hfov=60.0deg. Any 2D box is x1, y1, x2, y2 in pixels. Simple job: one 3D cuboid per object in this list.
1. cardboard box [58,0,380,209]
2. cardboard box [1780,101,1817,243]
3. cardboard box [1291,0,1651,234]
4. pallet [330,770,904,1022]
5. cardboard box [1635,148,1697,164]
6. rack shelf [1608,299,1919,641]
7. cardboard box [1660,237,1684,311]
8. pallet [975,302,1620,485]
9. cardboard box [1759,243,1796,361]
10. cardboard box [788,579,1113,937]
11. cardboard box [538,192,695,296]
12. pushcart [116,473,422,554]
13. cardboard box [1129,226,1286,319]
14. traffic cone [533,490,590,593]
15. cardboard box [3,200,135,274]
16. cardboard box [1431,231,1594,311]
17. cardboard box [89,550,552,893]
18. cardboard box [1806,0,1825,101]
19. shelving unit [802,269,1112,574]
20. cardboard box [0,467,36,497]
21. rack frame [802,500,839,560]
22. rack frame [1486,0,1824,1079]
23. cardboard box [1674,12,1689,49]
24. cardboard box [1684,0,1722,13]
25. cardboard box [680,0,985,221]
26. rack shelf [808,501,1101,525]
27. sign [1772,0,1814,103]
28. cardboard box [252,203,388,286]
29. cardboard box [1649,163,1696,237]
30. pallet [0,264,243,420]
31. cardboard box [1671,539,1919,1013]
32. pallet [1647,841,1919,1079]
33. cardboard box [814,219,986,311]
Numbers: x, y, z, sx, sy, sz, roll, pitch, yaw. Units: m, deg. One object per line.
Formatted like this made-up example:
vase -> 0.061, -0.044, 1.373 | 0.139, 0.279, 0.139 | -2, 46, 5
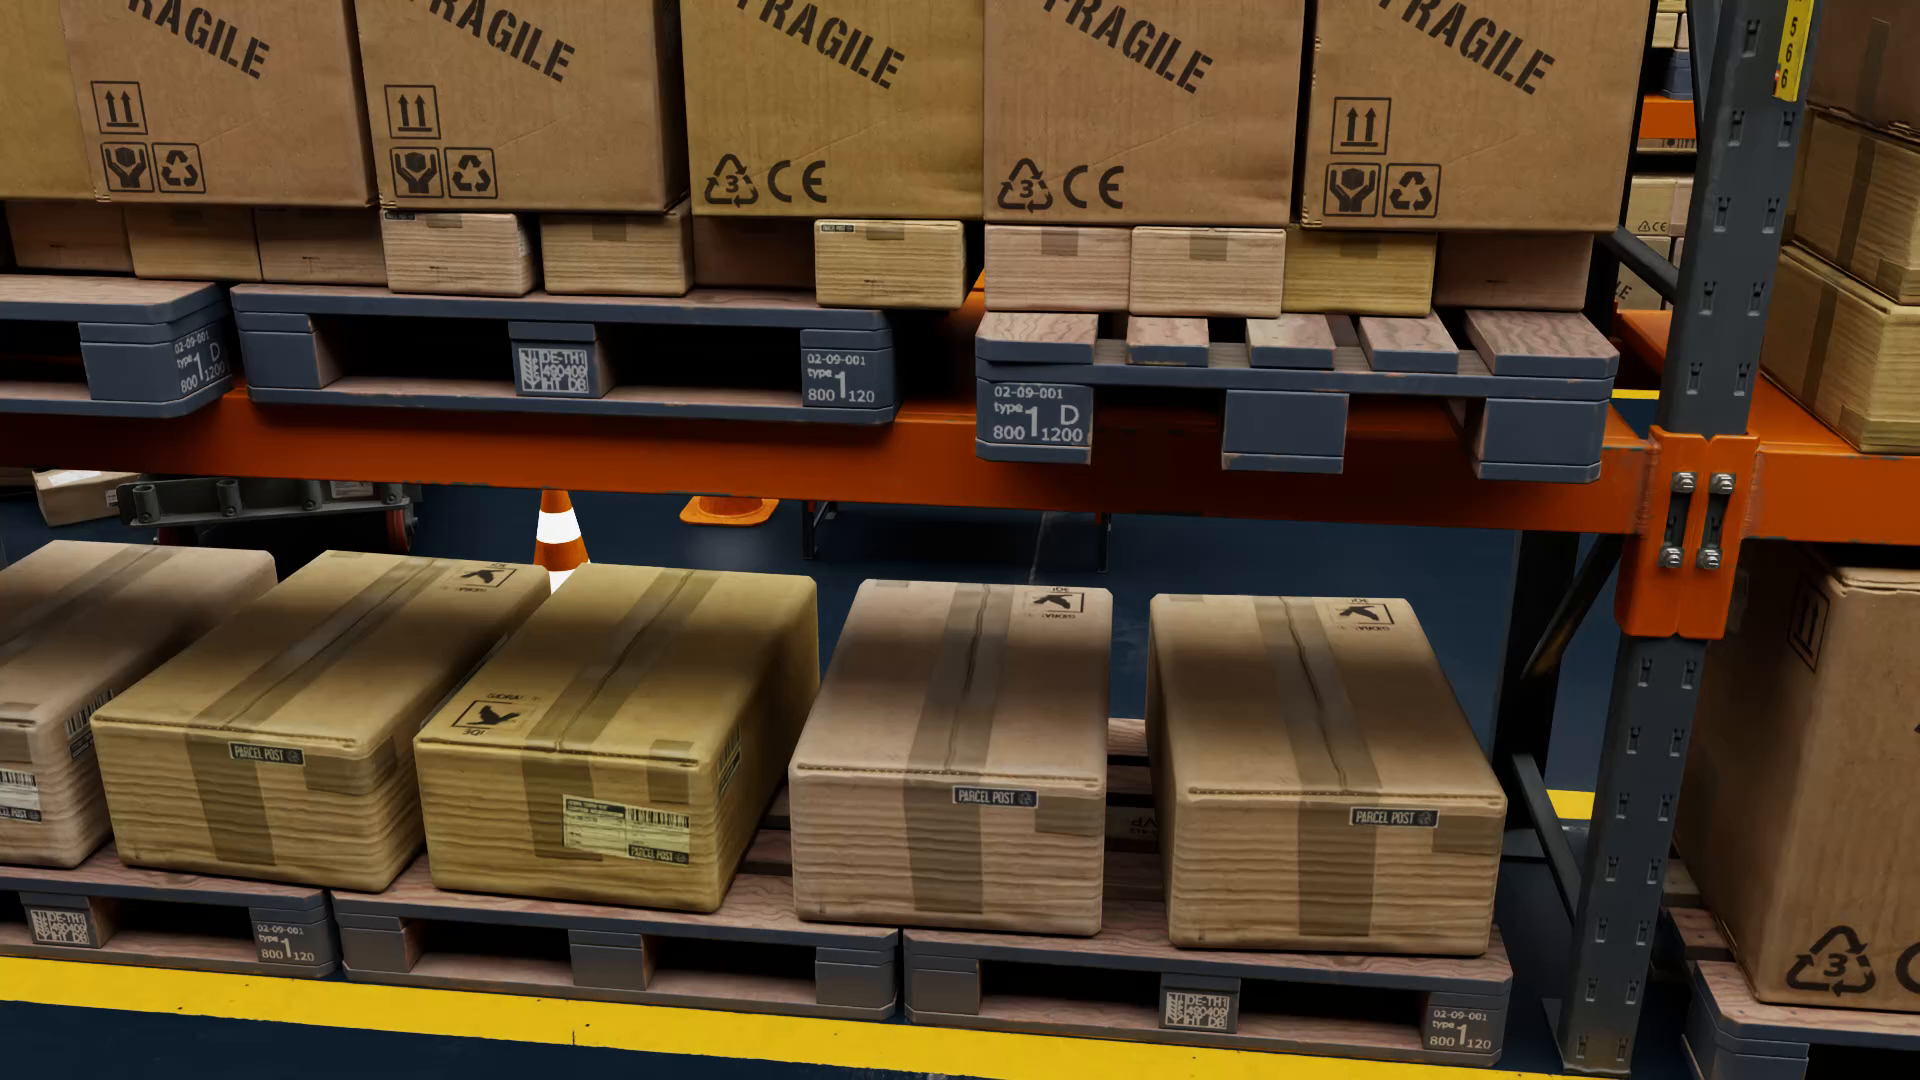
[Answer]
cardboard box -> -1.242, -0.902, 3.030 | 0.500, 0.500, 0.500 | 2, 22, 6
cardboard box -> 1.822, -0.756, 3.297 | 0.500, 0.250, 0.500 | 2, 22, 6
cardboard box -> 0.827, -0.820, 2.823 | 0.500, 0.500, 0.500 | 2, 22, 5
pallet -> -0.673, 0.687, 3.916 | 1.213, 0.211, 1.003 | 2, 22, 6
cardboard box -> 3.509, -1.736, 8.059 | 0.500, 0.250, 0.500 | 3, 22, 8
rack shelf -> 3.297, -0.101, 3.094 | 4.000, 0.370, 1.077 | 2, 22, 6
cardboard box -> 3.476, -1.202, 7.728 | 0.500, 0.500, 0.500 | 2, 22, 5
pallet -> 0.591, -0.425, 3.195 | 1.003, 0.211, 1.213 | 2, 22, 6
cardboard box -> 1.844, -0.525, 3.392 | 0.500, 0.250, 0.500 | 2, 22, 4
cardboard box -> 0.017, 0.448, 3.730 | 0.625, 0.372, 0.950 | 2, 22, 5
cardboard box -> -0.590, -0.567, 3.064 | 0.250, 0.149, 0.380 | 2, 22, 5
pushcart -> -2.442, -0.310, 6.211 | 0.936, 0.377, 1.648 | -5, 22, -12
cardboard box -> 0.428, -0.508, 2.916 | 0.250, 0.149, 0.380 | 2, 22, 6
traffic cone -> -1.265, 0.027, 5.241 | 0.334, 0.463, 0.336 | 2, 22, 6
cardboard box -> -1.612, -0.636, 3.239 | 0.250, 0.149, 0.380 | 4, 22, 10
cardboard box -> 0.958, -0.529, 2.968 | 0.250, 0.149, 0.380 | 3, 22, 8
cardboard box -> -1.426, 0.383, 3.893 | 0.625, 0.372, 0.950 | 4, 22, 10
cardboard box -> 1.855, -1.107, 3.163 | 0.500, 0.500, 0.500 | 2, 22, 5
shelving unit -> 0.007, -0.523, 5.732 | 1.048, 1.125, 0.538 | 2, 22, 6
cardboard box -> -3.661, -0.581, 6.541 | 0.503, 0.637, 0.797 | 2, 22, 6
rack frame -> -0.498, -0.545, 5.788 | 0.032, 1.125, 0.500 | 2, 22, 6
rack frame -> 1.311, -0.522, 3.180 | 0.127, 3.000, 1.000 | 2, 22, 6
cardboard box -> 3.281, -2.274, 7.383 | 0.250, 0.149, 0.380 | 3, 22, 8
cardboard box -> 3.282, -2.413, 7.329 | 0.250, 0.149, 0.380 | 3, 22, 6
cardboard box -> -0.189, -0.860, 2.923 | 0.500, 0.500, 0.500 | 1, 22, 3
rack shelf -> 0.007, -0.295, 5.822 | 1.000, 0.278, 0.538 | 2, 22, 6
sign -> 1.257, -0.825, 2.480 | 0.005, 0.325, 0.100 | 2, 22, 6
cardboard box -> -1.116, -0.598, 3.143 | 0.250, 0.149, 0.380 | 3, 22, 7
cardboard box -> 3.443, -1.549, 7.587 | 0.500, 0.250, 0.500 | 3, 22, 7
pallet -> -1.919, -0.520, 3.435 | 1.213, 0.211, 1.003 | 2, 22, 6
cardboard box -> 1.987, 0.331, 3.341 | 0.875, 0.875, 0.875 | 2, 22, 6
pallet -> 2.085, 0.836, 3.537 | 1.213, 0.211, 1.003 | 2, 22, 6
cardboard box -> -0.096, -0.529, 2.969 | 0.250, 0.149, 0.380 | 3, 22, 7
